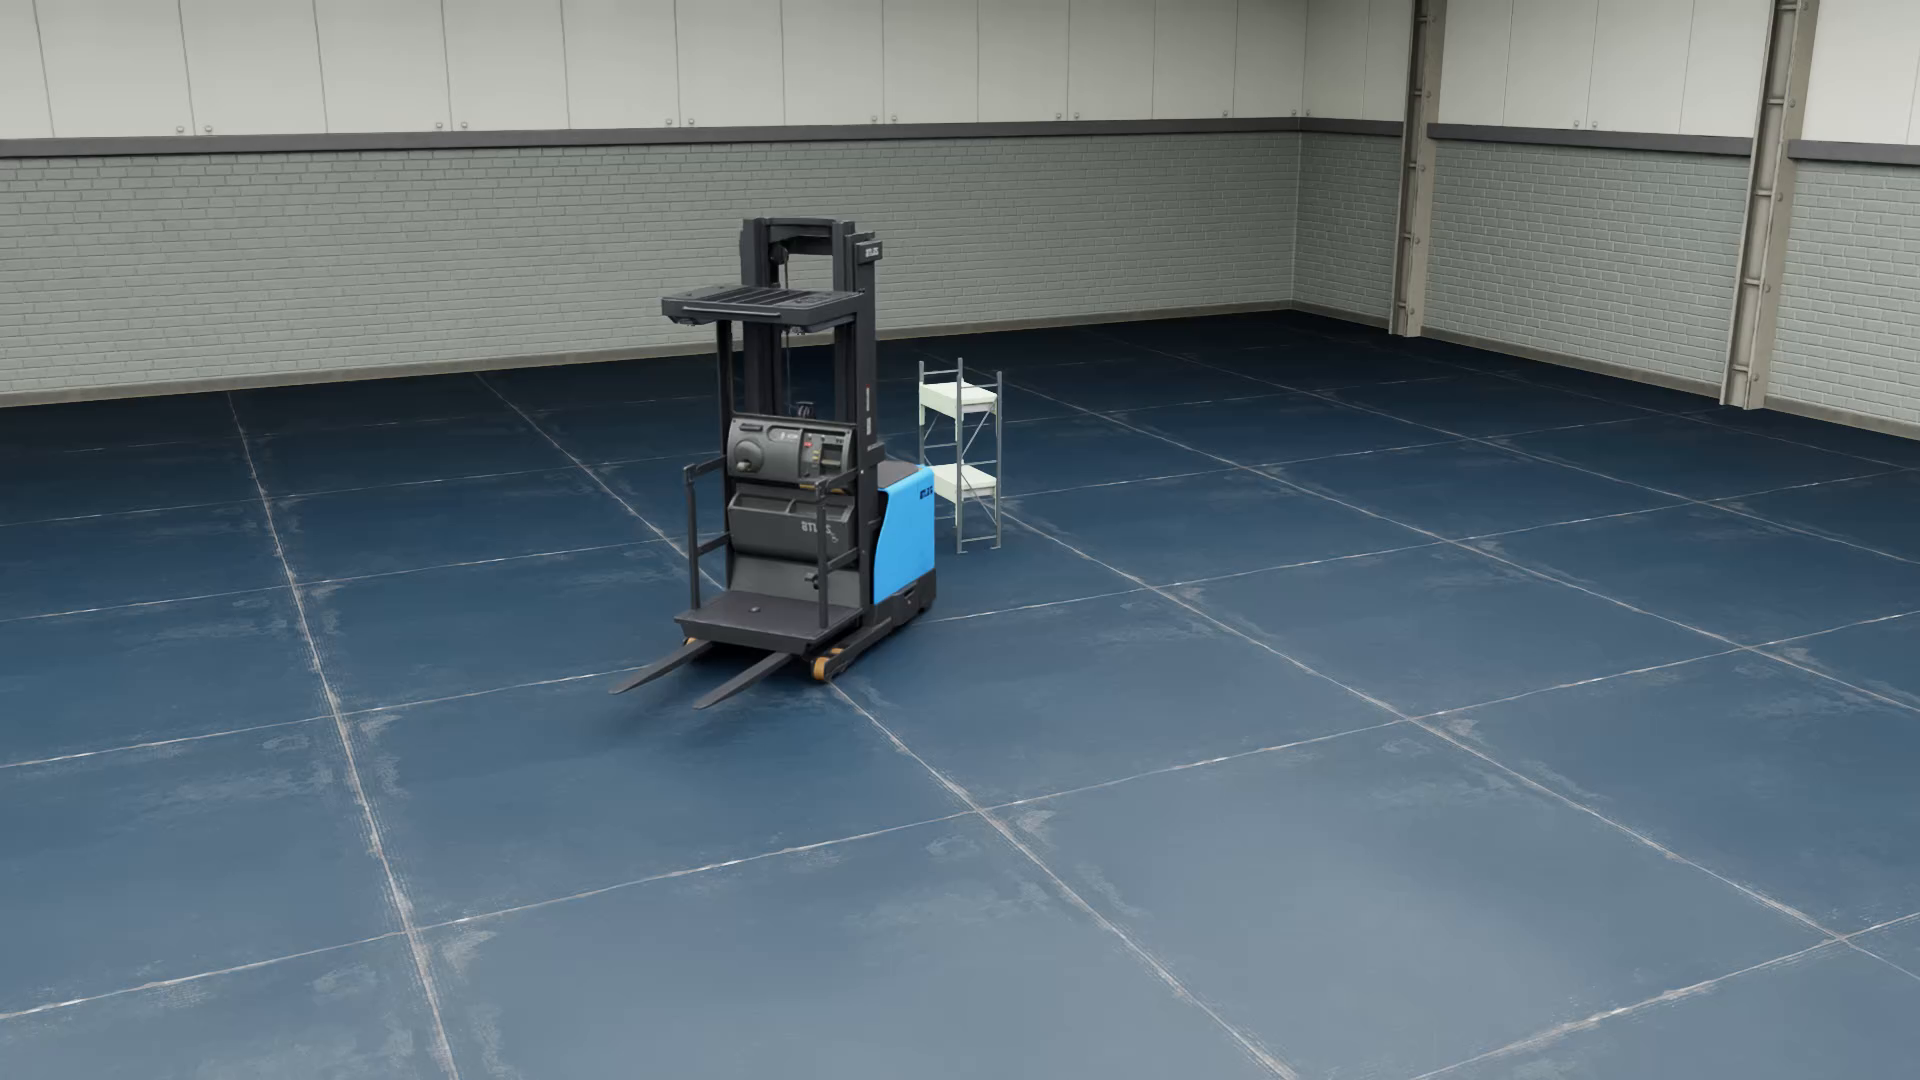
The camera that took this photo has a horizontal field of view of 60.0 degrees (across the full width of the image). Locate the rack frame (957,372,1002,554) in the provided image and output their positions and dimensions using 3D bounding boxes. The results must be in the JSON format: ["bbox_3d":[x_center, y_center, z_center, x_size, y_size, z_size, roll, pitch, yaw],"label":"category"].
[{"bbox_3d":[0.157,-0.632,13.733,0.400,1.500,0.023,-8,18,-25],"label":"rack frame"}]

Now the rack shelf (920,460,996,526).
[{"bbox_3d":[-0.003,-0.409,14.139,0.431,0.370,0.720,-8,18,-25],"label":"rack shelf"}]

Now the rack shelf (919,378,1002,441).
[{"bbox_3d":[-0.003,-1.098,13.942,0.431,0.370,0.720,-8,18,-25],"label":"rack shelf"}]

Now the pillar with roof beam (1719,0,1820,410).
[{"bbox_3d":[5.453,-5.406,16.774,9.100,9.000,0.400,-8,18,-25],"label":"pillar with roof beam"}]

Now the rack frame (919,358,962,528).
[{"bbox_3d":[-0.163,-0.813,14.366,0.400,1.500,0.023,-8,18,-25],"label":"rack frame"}]

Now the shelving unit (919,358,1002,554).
[{"bbox_3d":[-0.003,-0.723,14.050,0.431,1.500,0.755,-8,18,-25],"label":"shelving unit"}]

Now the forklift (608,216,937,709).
[{"bbox_3d":[-1.238,-0.606,11.048,1.130,2.935,3.031,7,17,23],"label":"forklift"}]

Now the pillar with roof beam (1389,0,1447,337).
[{"bbox_3d":[2.824,-6.894,21.958,9.100,9.000,0.400,-8,18,-25],"label":"pillar with roof beam"}]
